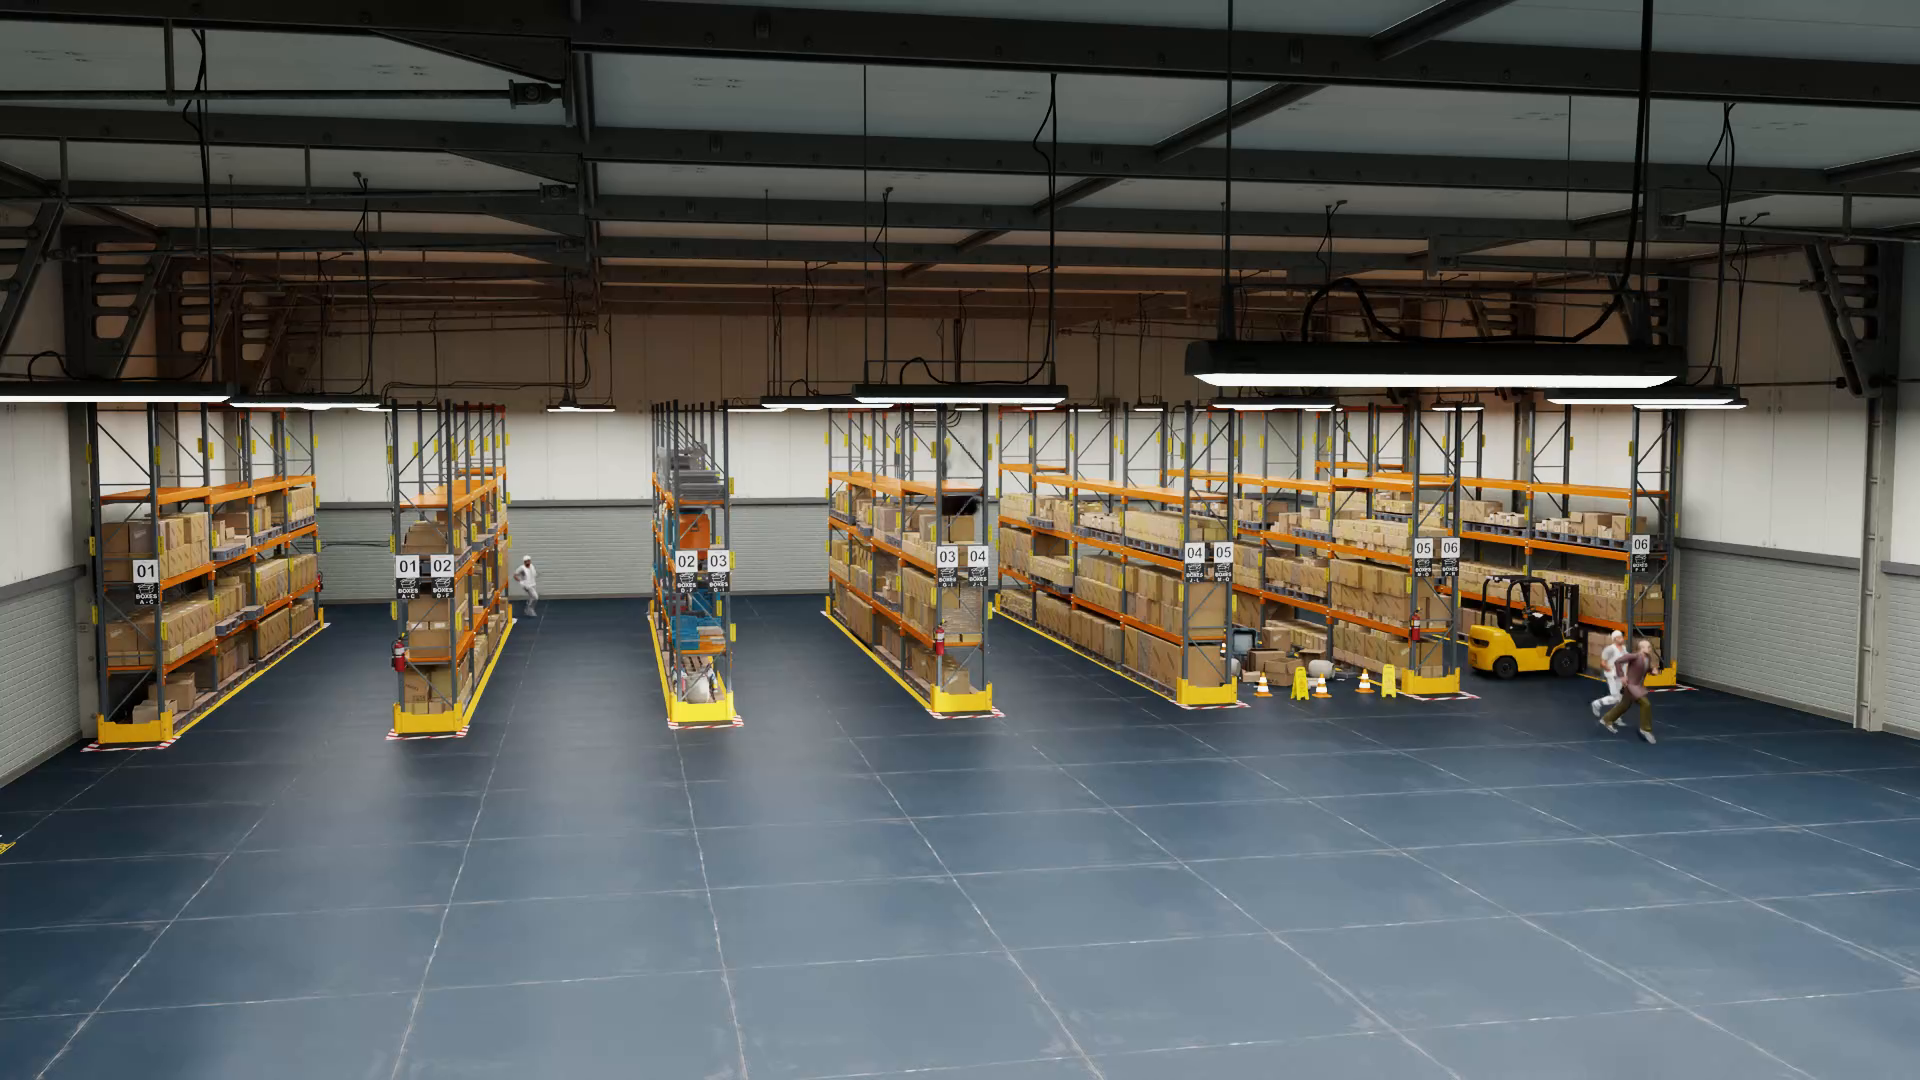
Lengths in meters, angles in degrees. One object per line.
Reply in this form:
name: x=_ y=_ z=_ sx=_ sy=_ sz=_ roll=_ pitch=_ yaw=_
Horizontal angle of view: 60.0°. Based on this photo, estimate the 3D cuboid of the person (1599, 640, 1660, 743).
person: x=11.827 y=2.693 z=29.392 sx=1.059 sy=1.704 sz=0.702 roll=4 pitch=6 yaw=43

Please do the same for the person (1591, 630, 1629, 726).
person: x=12.103 y=2.537 z=30.789 sx=0.651 sy=1.760 sz=0.668 roll=-3 pitch=5 yaw=-31

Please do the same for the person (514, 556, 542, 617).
person: x=-12.171 y=1.322 z=46.997 sx=0.667 sy=1.765 sz=0.684 roll=1 pitch=5 yaw=17
